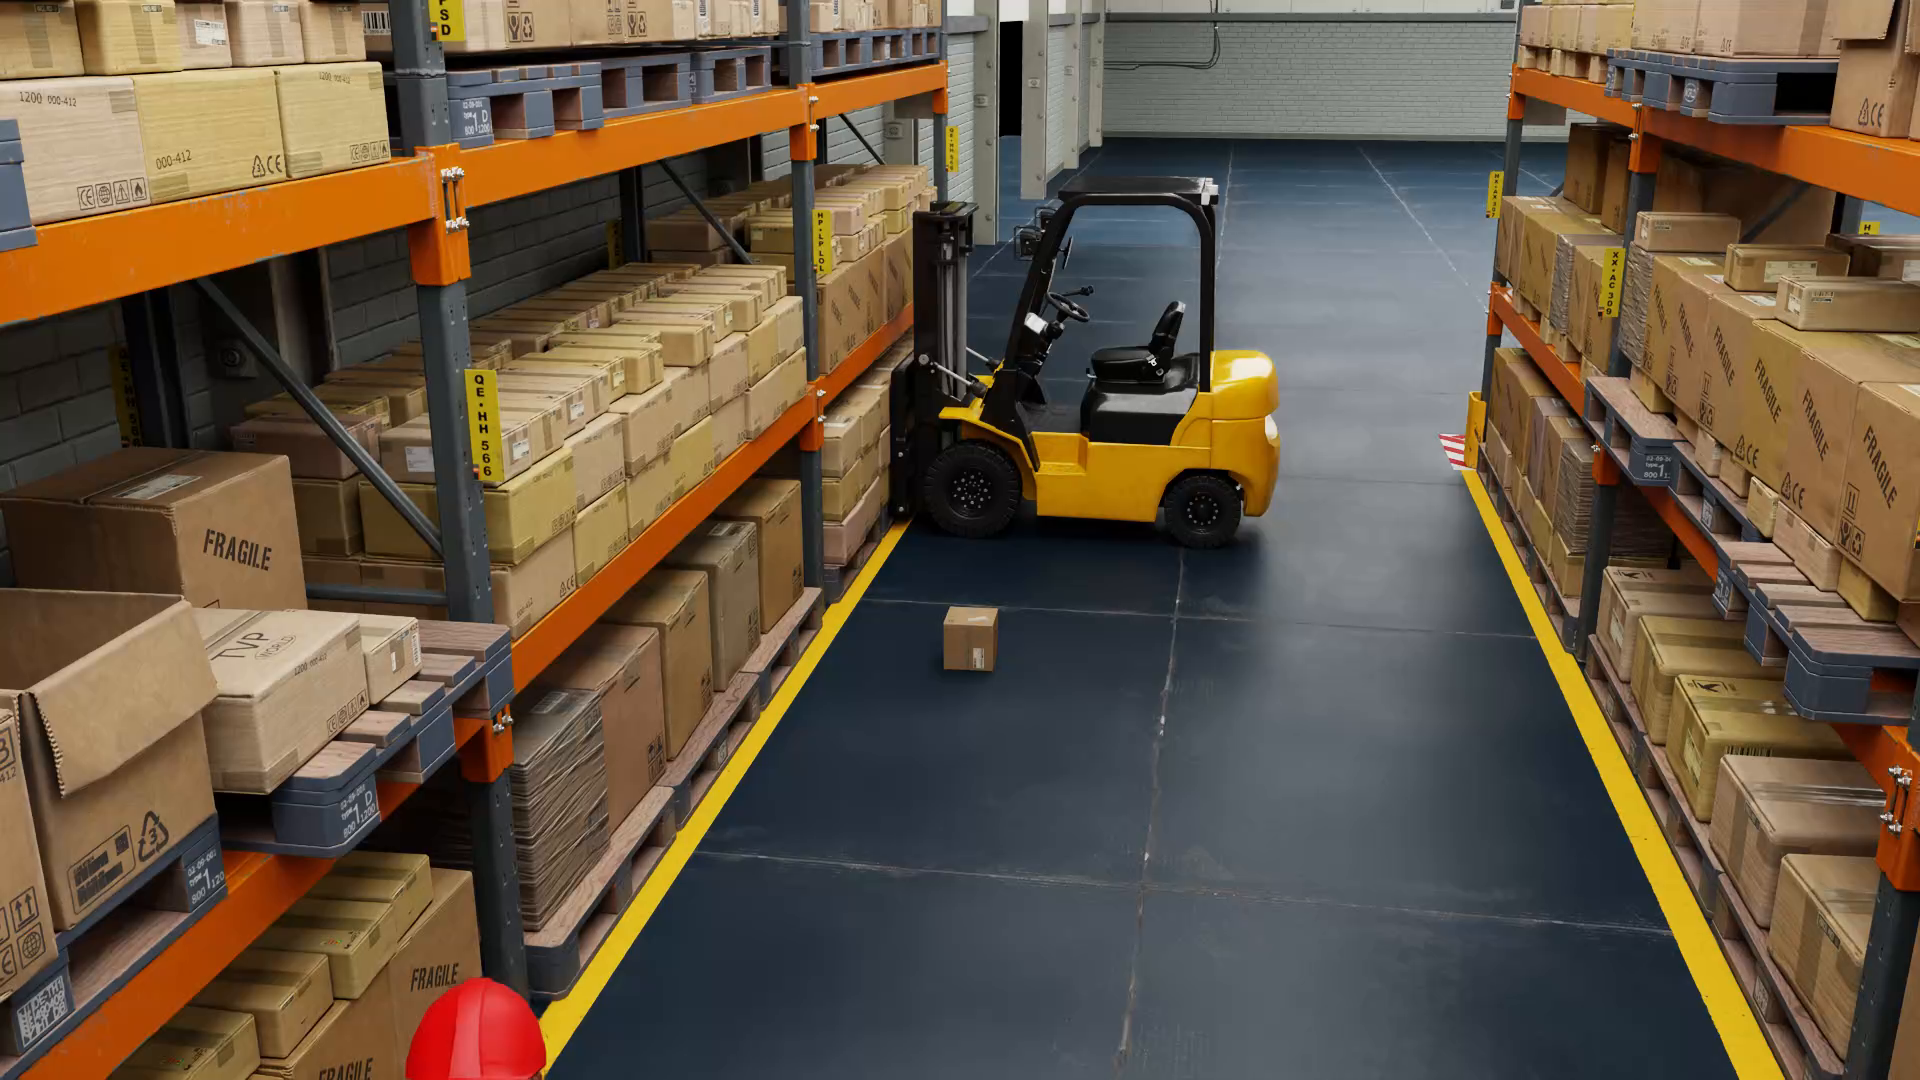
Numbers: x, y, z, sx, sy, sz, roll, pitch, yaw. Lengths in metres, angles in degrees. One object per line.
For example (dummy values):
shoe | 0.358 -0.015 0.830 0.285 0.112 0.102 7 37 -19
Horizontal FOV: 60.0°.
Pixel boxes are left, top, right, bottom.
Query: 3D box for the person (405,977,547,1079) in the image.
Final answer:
person | -0.758 1.539 2.626 0.572 1.780 0.714 2 18 8
